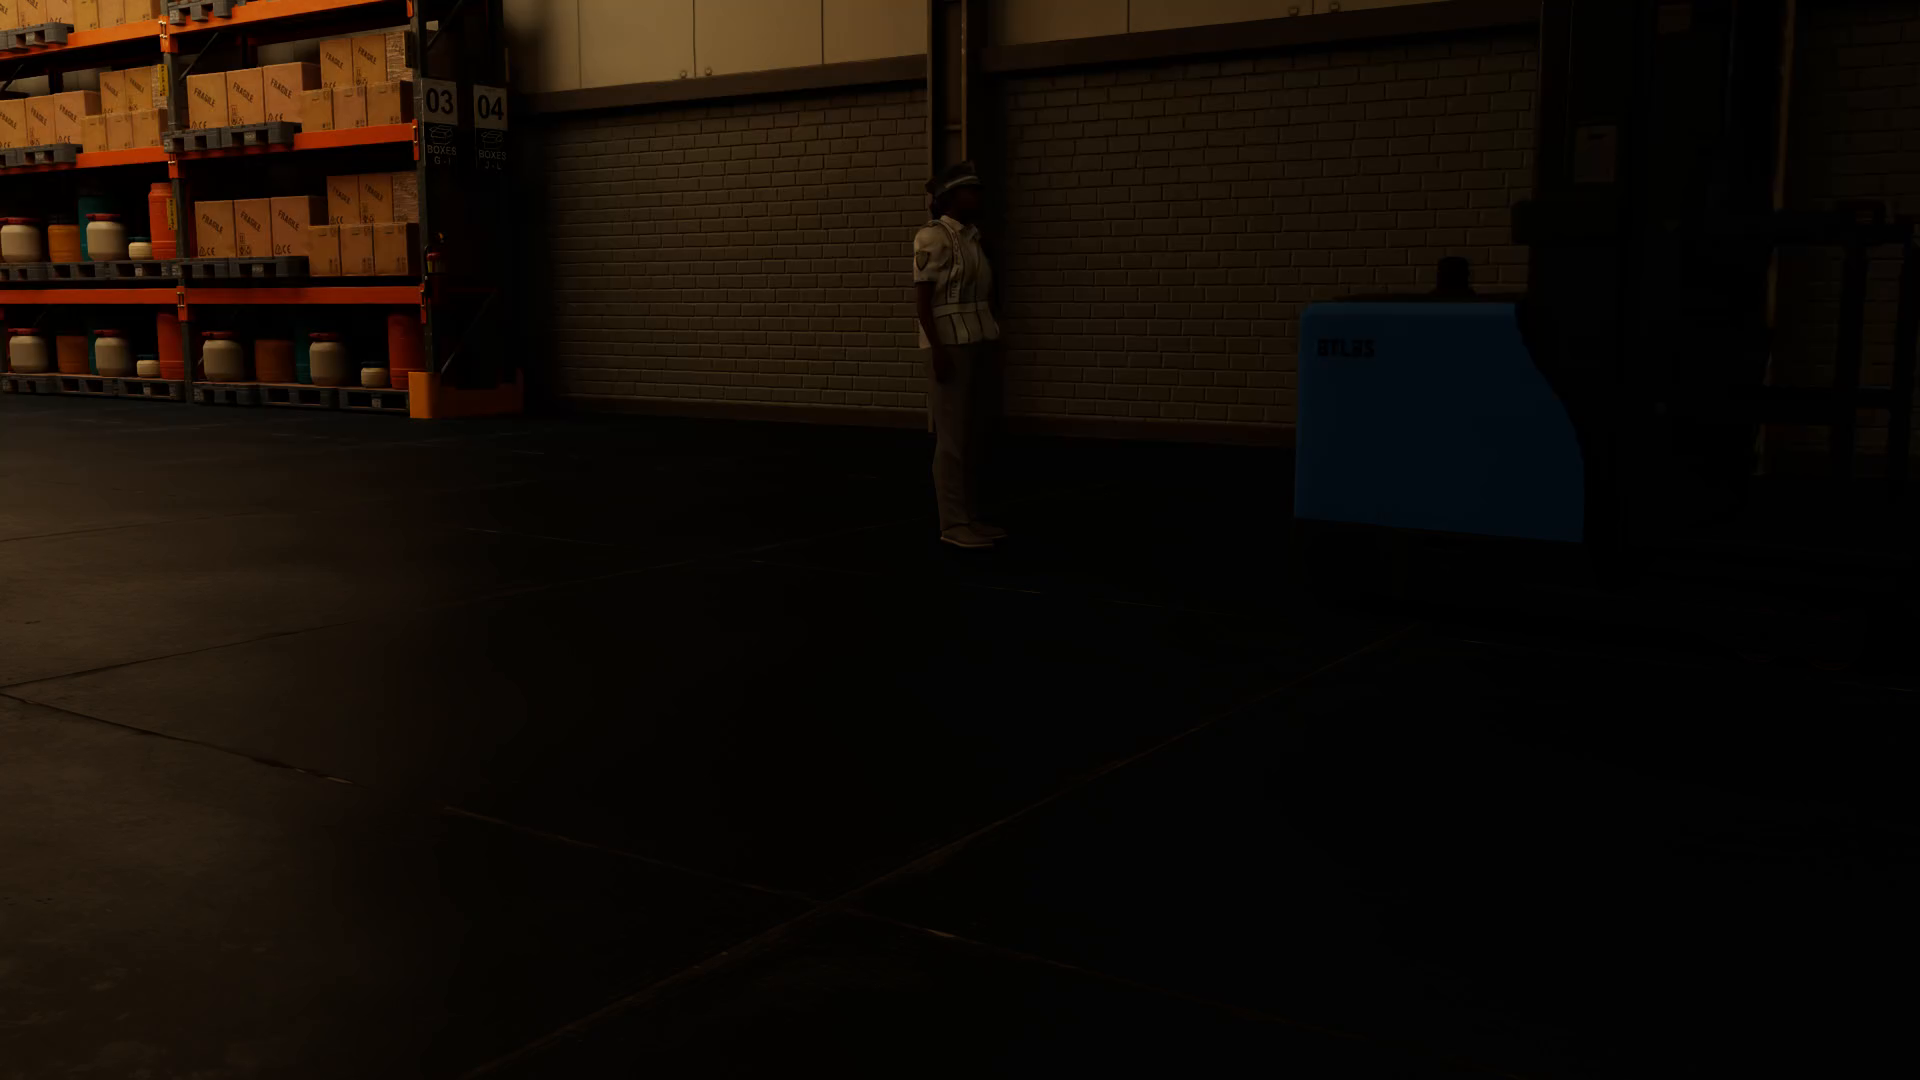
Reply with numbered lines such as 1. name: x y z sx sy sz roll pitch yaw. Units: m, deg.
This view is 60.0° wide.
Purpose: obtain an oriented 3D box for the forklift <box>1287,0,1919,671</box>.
1. forklift: 2.658 -1.149 5.273 3.031 2.935 1.130 6 10 37

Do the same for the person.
1. person: 0.052 -0.837 7.426 0.528 1.694 0.570 5 10 34
